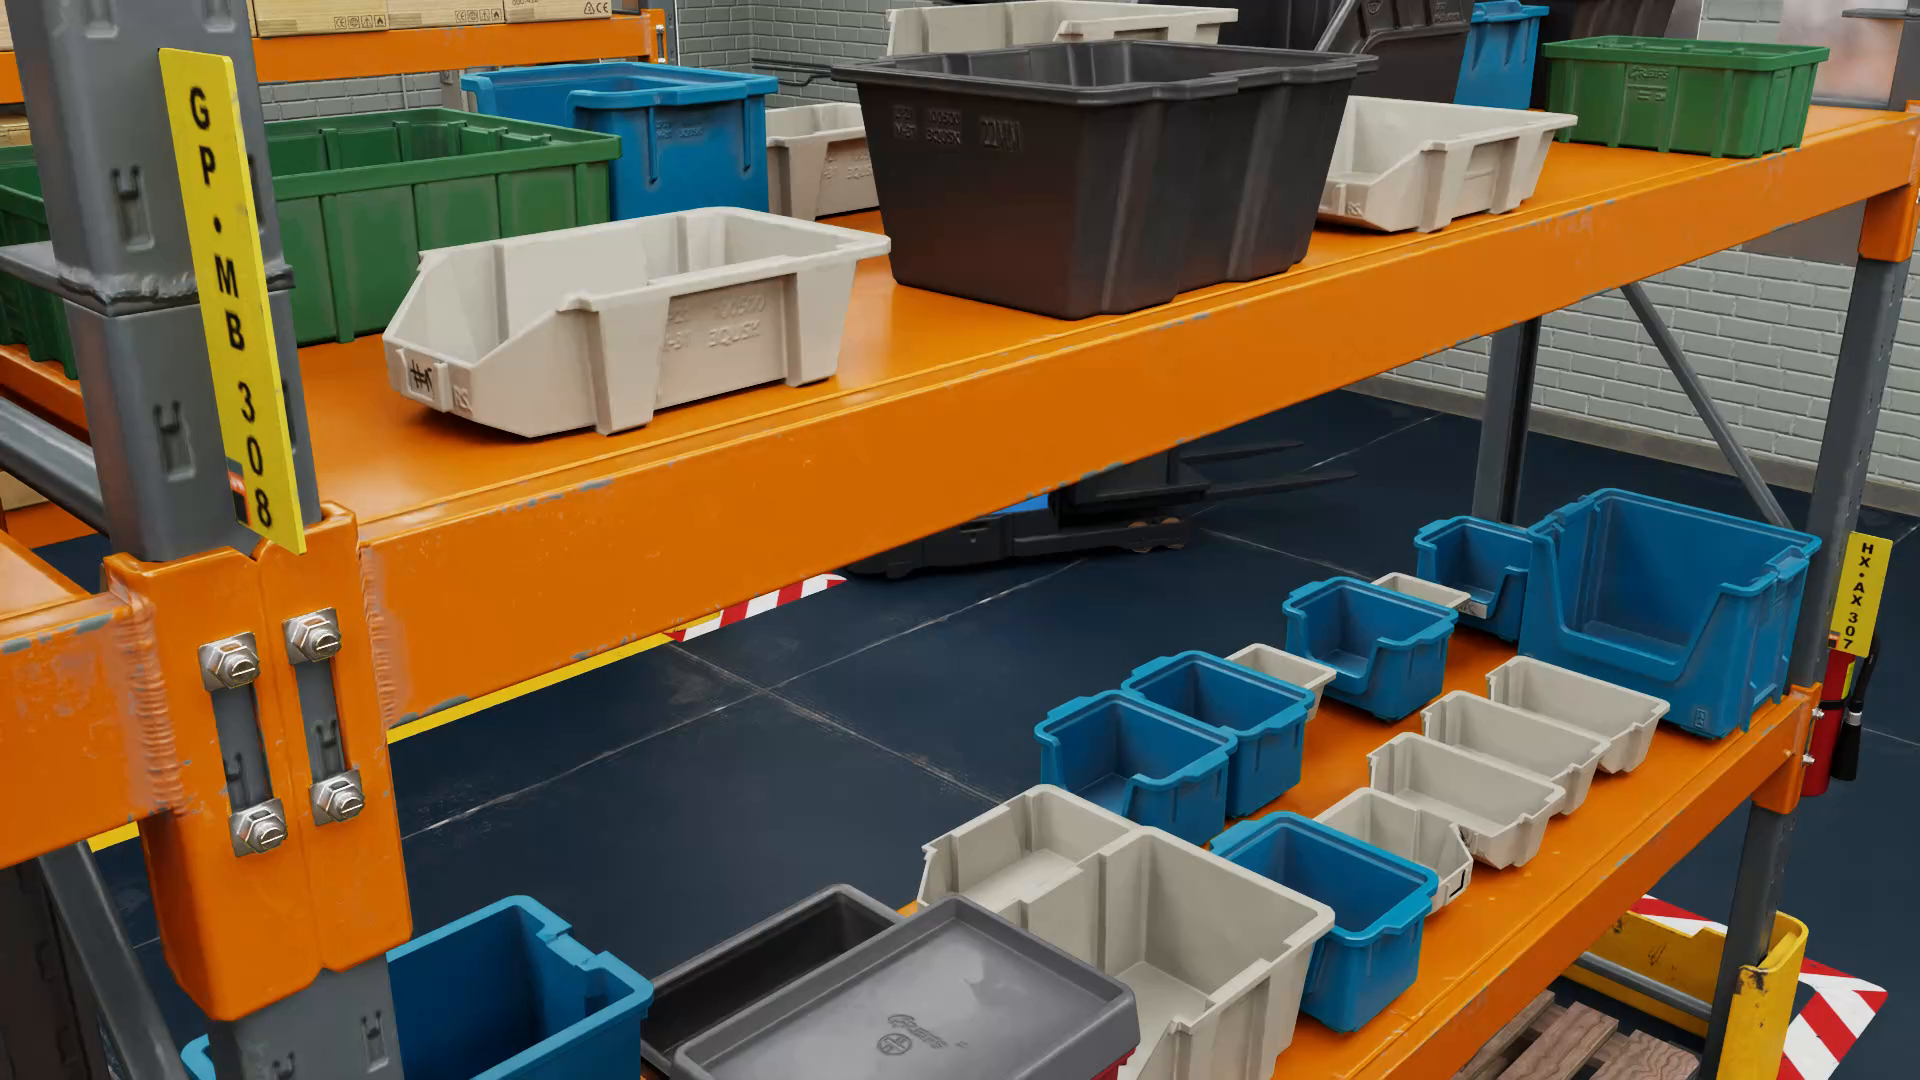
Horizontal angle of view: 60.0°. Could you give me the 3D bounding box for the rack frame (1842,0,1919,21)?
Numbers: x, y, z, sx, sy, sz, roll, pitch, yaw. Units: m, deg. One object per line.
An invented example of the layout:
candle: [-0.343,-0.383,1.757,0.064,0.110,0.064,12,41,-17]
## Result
rack frame: [1.918,-2.716,3.597,1.000,3.000,0.127,19,28,41]

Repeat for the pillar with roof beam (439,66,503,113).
pillar with roof beam: [-0.832,-5.028,9.614,9.100,9.000,0.400,19,28,41]

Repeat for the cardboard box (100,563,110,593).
cardboard box: [-3.112,0.348,6.855,0.797,0.503,0.637,19,28,41]

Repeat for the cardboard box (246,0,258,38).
cardboard box: [-2.854,-1.906,5.881,0.500,0.250,0.500,19,28,41]

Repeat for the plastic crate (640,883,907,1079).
plastic crate: [-0.284,0.858,2.961,0.437,0.125,0.590,19,28,41]

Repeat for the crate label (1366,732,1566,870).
crate label: [1.089,0.583,3.660,0.396,0.136,0.243,19,28,41]

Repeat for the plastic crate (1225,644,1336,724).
plastic crate: [0.753,0.397,4.145,0.250,0.136,0.298,19,28,41]

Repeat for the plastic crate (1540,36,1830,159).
plastic crate: [1.434,-0.892,3.328,0.450,0.188,0.336,19,28,41]

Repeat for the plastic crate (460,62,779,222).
plastic crate: [-0.466,-0.523,2.307,0.416,0.233,0.300,19,28,41]

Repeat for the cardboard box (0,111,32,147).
cardboard box: [-6.028,-2.212,10.229,0.980,0.700,0.700,19,28,40]

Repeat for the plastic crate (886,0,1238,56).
plastic crate: [0.151,-0.768,2.875,0.437,0.282,0.530,19,28,41]

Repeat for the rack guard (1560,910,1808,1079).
rack guard: [1.925,1.242,5.147,1.175,0.500,0.348,19,28,41]

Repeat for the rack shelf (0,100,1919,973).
rack shelf: [0.523,-0.466,2.927,1.077,0.370,4.000,19,28,41]

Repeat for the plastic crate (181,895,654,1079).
plastic crate: [-0.791,0.887,2.525,0.392,0.384,0.575,19,28,41]

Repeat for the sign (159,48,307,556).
sign: [-0.480,-0.153,1.099,0.100,0.325,0.005,19,28,41]

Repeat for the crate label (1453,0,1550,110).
crate label: [1.043,-1.090,3.756,0.408,0.251,0.502,19,28,41]

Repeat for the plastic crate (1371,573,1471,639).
plastic crate: [1.227,0.222,4.599,0.250,0.136,0.298,19,28,41]

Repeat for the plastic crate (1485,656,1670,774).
plastic crate: [1.479,0.435,4.047,0.396,0.136,0.243,19,28,41]

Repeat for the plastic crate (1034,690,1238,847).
plastic crate: [0.382,0.531,3.661,0.416,0.233,0.300,19,28,41]

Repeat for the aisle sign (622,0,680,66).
aisle sign: [-1.361,-2.310,7.281,0.394,0.787,0.004,19,28,41]

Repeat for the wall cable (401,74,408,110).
wall cable: [-4.965,-3.435,12.415,0.084,1.984,1.851,19,28,41]

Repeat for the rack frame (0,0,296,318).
rack frame: [-0.873,-1.687,0.922,1.000,3.000,0.127,19,28,41]

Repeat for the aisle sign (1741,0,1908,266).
aisle sign: [2.178,-1.074,4.065,0.394,0.787,0.004,19,28,41]

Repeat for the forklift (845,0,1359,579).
forklift: [0.721,-1.469,8.811,3.031,2.935,1.130,-7,22,-17]

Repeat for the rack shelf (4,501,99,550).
rack shelf: [-3.024,-0.306,6.693,1.077,0.370,4.000,19,28,41]

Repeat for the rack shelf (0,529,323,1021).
rack shelf: [-2.268,0.563,0.252,1.077,0.370,4.000,19,28,41]

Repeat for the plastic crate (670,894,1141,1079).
plastic crate: [-0.070,0.888,2.410,0.402,0.464,0.583,19,28,41]

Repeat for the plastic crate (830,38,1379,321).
plastic crate: [0.190,-0.477,2.136,0.497,0.269,0.590,19,28,41]

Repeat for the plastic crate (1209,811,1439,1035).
plastic crate: [0.669,0.727,3.152,0.416,0.233,0.300,19,28,41]

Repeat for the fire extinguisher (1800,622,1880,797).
fire extinguisher: [2.349,0.370,4.559,0.296,0.674,0.183,19,28,41]

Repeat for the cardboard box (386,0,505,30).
cardboard box: [-2.155,-2.162,6.548,0.500,0.250,0.500,19,28,41]
